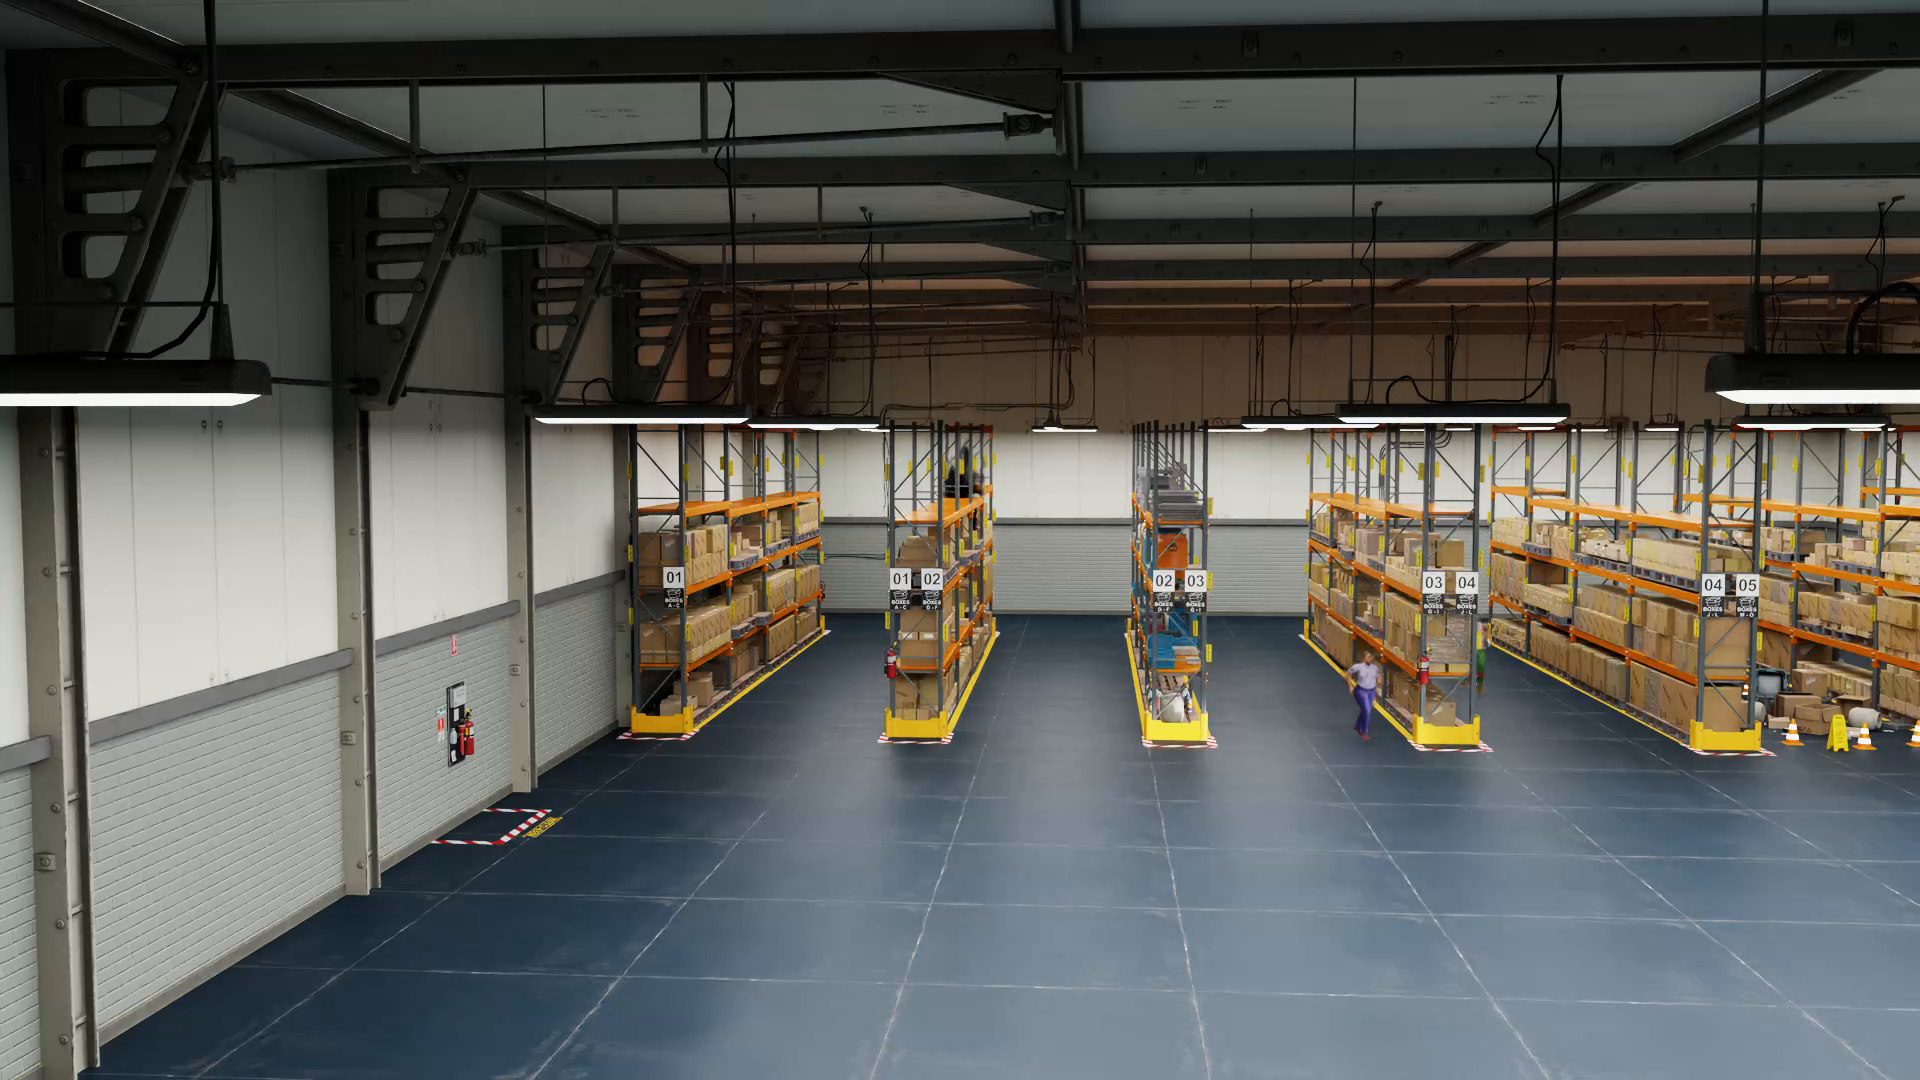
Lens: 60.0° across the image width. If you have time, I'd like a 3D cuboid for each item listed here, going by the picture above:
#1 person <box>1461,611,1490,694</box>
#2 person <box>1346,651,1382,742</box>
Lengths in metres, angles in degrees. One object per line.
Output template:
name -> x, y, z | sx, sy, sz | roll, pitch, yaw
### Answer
person -> 11.515, 2.473, 37.194 | 0.672, 1.822, 0.969 | 0, 4, 1
person -> 7.626, 2.930, 31.256 | 0.570, 1.706, 0.808 | -1, 4, -20
